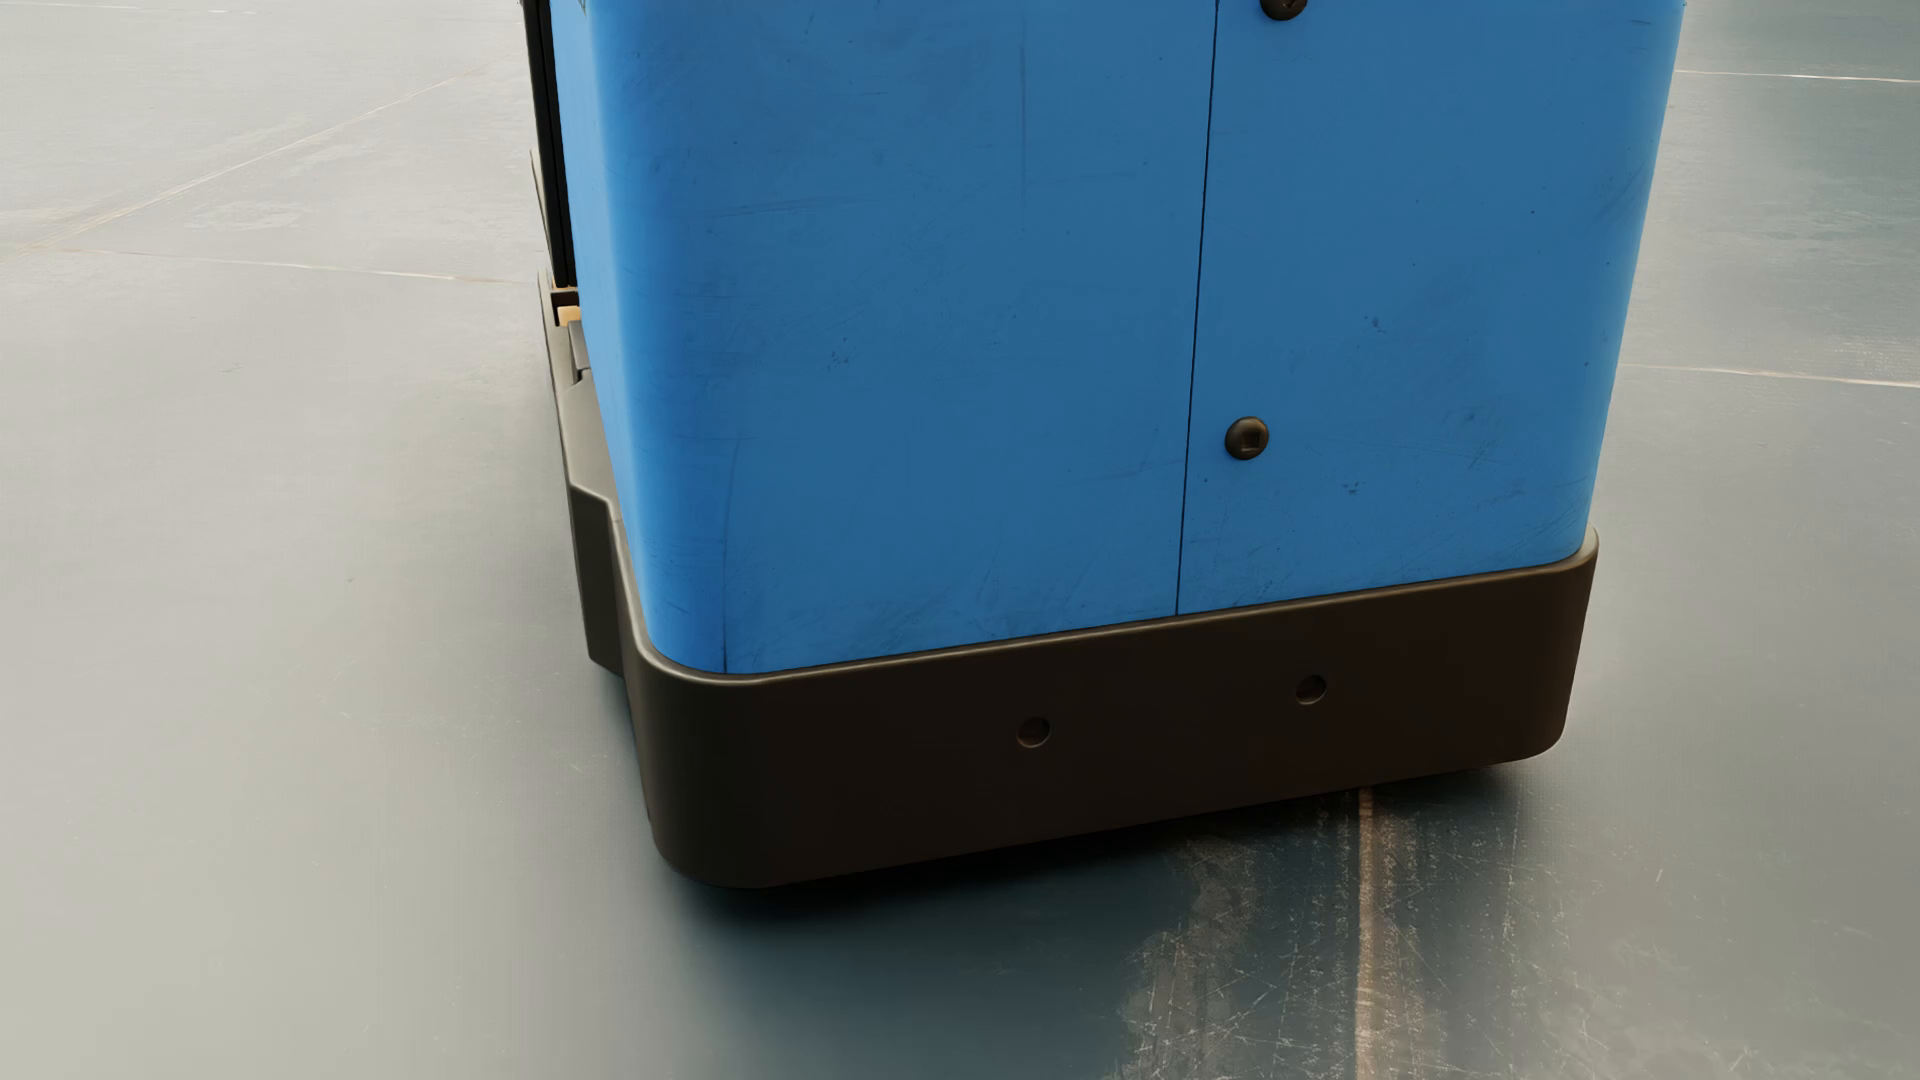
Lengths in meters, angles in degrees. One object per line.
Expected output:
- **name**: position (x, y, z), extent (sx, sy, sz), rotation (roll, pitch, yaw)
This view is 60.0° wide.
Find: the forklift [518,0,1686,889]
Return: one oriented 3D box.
- **forklift**: position (-0.181, -1.606, 2.430), extent (1.130, 2.935, 3.031), rotation (-7, 28, -14)
